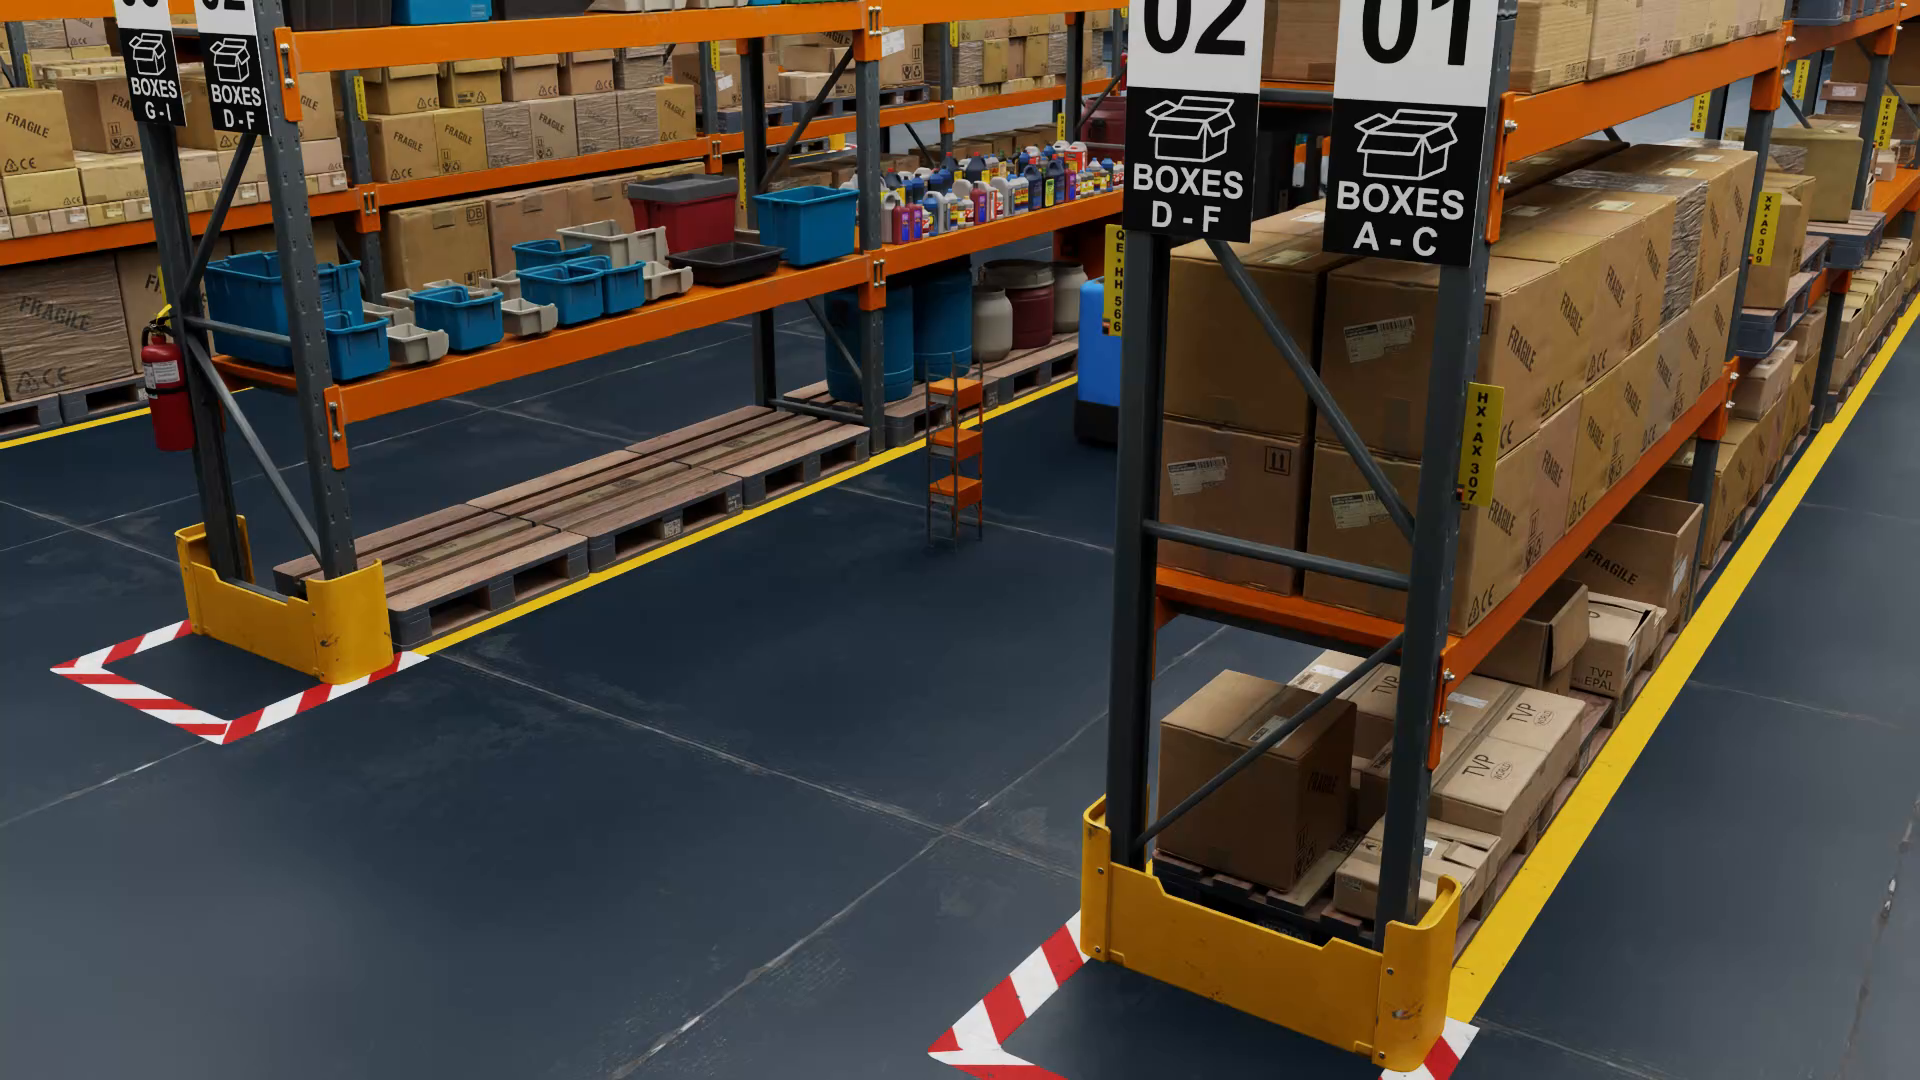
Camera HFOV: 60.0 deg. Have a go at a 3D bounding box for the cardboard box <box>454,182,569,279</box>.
[{"bbox_3d":[-4.184,-2.674,14.628,1.225,0.875,0.875,12,24,30],"label":"cardboard box"}]

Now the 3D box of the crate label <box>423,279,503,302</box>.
[{"bbox_3d":[-2.562,-1.255,8.627,0.396,0.136,0.243,13,24,32],"label":"crate label"}]

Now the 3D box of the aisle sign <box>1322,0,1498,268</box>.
[{"bbox_3d":[1.118,-1.091,4.145,0.394,0.787,0.004,13,24,32],"label":"aisle sign"}]

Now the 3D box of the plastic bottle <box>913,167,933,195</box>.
[{"bbox_3d":[-0.284,-2.536,11.977,0.152,0.276,0.135,13,24,32],"label":"plastic bottle"}]

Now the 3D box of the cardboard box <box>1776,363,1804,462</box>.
[{"bbox_3d":[4.787,-0.816,10.116,0.500,0.500,0.500,12,24,30],"label":"cardboard box"}]

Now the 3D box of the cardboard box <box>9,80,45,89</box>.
[{"bbox_3d":[-9.014,-4.397,16.157,0.380,0.149,0.250,14,25,33],"label":"cardboard box"}]

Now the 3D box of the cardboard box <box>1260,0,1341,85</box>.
[{"bbox_3d":[0.984,-1.484,4.847,0.500,0.250,0.500,13,24,32],"label":"cardboard box"}]

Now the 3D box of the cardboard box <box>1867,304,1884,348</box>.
[{"bbox_3d":[6.805,-1.687,12.859,0.500,0.250,0.500,14,24,33],"label":"cardboard box"}]

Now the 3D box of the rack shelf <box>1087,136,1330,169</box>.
[{"bbox_3d":[2.440,-3.448,15.299,1.077,0.370,4.000,13,24,32],"label":"rack shelf"}]

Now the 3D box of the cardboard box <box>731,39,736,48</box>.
[{"bbox_3d":[-3.473,-6.966,23.557,0.875,0.550,0.500,13,24,32],"label":"cardboard box"}]

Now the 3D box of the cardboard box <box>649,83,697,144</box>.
[{"bbox_3d":[-2.853,-4.034,15.704,0.500,0.500,0.500,14,25,33],"label":"cardboard box"}]

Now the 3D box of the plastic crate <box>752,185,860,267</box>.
[{"bbox_3d":[-0.913,-1.884,9.971,0.392,0.384,0.575,13,24,32],"label":"plastic crate"}]

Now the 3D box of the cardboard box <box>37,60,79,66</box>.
[{"bbox_3d":[-8.860,-4.615,16.316,0.380,0.149,0.250,12,24,30],"label":"cardboard box"}]

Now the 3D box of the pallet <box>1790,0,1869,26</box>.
[{"bbox_3d":[3.586,-2.589,7.887,1.213,0.211,1.003,13,24,32],"label":"pallet"}]

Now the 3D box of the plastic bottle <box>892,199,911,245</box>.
[{"bbox_3d":[-0.374,-2.031,10.600,0.061,0.283,0.133,13,24,32],"label":"plastic bottle"}]

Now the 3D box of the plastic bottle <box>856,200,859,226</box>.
[{"bbox_3d":[-0.660,-2.233,11.263,0.097,0.201,0.097,0,20,0],"label":"plastic bottle"}]

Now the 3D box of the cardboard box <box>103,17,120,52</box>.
[{"bbox_3d":[-10.951,-6.678,21.817,0.500,0.500,0.500,12,24,30],"label":"cardboard box"}]

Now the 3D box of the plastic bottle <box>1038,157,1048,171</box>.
[{"bbox_3d":[0.659,-2.905,13.082,0.097,0.201,0.097,0,20,0],"label":"plastic bottle"}]

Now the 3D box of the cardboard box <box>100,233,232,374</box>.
[{"bbox_3d":[-5.972,-1.798,12.260,0.875,0.875,0.875,13,24,32],"label":"cardboard box"}]

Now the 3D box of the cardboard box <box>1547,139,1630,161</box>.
[{"bbox_3d":[2.664,-1.532,7.498,0.500,0.500,0.500,14,24,33],"label":"cardboard box"}]

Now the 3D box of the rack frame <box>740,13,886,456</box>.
[{"bbox_3d":[-0.933,-2.064,10.521,1.000,3.000,0.127,13,24,32],"label":"rack frame"}]

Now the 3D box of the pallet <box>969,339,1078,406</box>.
[{"bbox_3d":[0.221,-1.321,12.531,1.003,0.211,1.213,13,24,32],"label":"pallet"}]

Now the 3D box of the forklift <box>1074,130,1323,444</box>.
[{"bbox_3d":[2.021,-2.326,11.327,1.130,2.935,3.031,14,25,33],"label":"forklift"}]

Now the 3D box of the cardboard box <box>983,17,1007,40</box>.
[{"bbox_3d":[0.211,-6.204,19.699,0.500,0.500,0.500,13,24,32],"label":"cardboard box"}]

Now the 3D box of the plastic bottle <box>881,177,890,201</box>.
[{"bbox_3d":[-0.568,-2.340,11.339,0.144,0.351,0.185,13,24,32],"label":"plastic bottle"}]

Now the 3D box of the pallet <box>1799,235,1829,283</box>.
[{"bbox_3d":[4.321,-1.596,9.531,1.003,0.211,1.213,13,24,32],"label":"pallet"}]

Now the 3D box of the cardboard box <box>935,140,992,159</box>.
[{"bbox_3d":[0.042,-4.622,20.436,0.500,0.500,0.500,-15,25,-35],"label":"cardboard box"}]

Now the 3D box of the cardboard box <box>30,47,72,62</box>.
[{"bbox_3d":[-11.324,-5.938,20.490,0.500,0.250,0.500,13,24,30],"label":"cardboard box"}]

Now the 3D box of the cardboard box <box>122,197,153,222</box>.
[{"bbox_3d":[-5.796,-2.319,11.572,0.380,0.149,0.250,14,24,33],"label":"cardboard box"}]

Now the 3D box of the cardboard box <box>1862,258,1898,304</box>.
[{"bbox_3d":[7.099,-2.097,13.160,0.500,0.311,0.500,13,24,32],"label":"cardboard box"}]

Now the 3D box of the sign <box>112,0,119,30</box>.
[{"bbox_3d":[-3.645,-2.376,7.193,0.100,0.325,0.005,13,24,32],"label":"sign"}]

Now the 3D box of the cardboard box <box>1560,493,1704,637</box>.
[{"bbox_3d":[3.076,0.088,7.672,0.500,0.500,0.500,13,24,32],"label":"cardboard box"}]

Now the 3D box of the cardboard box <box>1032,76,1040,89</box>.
[{"bbox_3d":[0.773,-5.724,20.778,0.380,0.149,0.250,13,24,32],"label":"cardboard box"}]

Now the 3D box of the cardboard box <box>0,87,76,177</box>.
[{"bbox_3d":[-6.217,-2.681,10.896,0.500,0.500,0.500,13,24,30],"label":"cardboard box"}]

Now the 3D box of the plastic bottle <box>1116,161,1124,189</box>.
[{"bbox_3d":[1.232,-2.823,12.860,0.097,0.201,0.097,0,20,0],"label":"plastic bottle"}]

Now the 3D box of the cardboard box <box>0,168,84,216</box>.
[{"bbox_3d":[-6.212,-2.330,11.028,0.500,0.250,0.500,12,24,30],"label":"cardboard box"}]

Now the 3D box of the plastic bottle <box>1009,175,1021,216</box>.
[{"bbox_3d":[0.381,-2.422,11.675,0.097,0.271,0.097,0,20,0],"label":"plastic bottle"}]

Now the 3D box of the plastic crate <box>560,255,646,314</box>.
[{"bbox_3d":[-1.861,-1.336,8.709,0.416,0.233,0.300,13,24,32],"label":"plastic crate"}]

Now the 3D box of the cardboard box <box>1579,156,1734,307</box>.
[{"bbox_3d":[2.806,-1.269,6.788,0.500,0.500,0.500,13,24,31],"label":"cardboard box"}]

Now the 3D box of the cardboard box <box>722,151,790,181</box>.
[{"bbox_3d":[-2.139,-3.915,17.414,0.500,0.250,0.500,17,26,38],"label":"cardboard box"}]

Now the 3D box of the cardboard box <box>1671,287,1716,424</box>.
[{"bbox_3d":[2.804,-0.802,6.965,0.500,0.500,0.500,14,25,33],"label":"cardboard box"}]

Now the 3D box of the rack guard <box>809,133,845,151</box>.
[{"bbox_3d":[-2.315,-6.304,25.586,1.175,0.500,0.348,13,24,32],"label":"rack guard"}]

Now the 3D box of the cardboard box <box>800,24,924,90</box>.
[{"bbox_3d":[-1.094,-5.603,18.618,1.000,1.000,1.000,13,24,32],"label":"cardboard box"}]

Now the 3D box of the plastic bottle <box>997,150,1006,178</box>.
[{"bbox_3d":[0.302,-2.867,12.861,0.061,0.283,0.133,13,24,32],"label":"plastic bottle"}]

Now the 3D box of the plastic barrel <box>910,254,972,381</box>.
[{"bbox_3d":[-0.215,-1.633,11.774,0.600,0.901,0.708,13,24,32],"label":"plastic barrel"}]

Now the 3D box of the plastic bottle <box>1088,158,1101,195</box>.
[{"bbox_3d":[1.013,-2.744,12.546,0.097,0.271,0.097,0,20,0],"label":"plastic bottle"}]

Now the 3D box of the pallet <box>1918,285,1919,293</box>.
[{"bbox_3d":[8.826,-2.656,16.140,1.003,0.211,1.213,13,24,32],"label":"pallet"}]

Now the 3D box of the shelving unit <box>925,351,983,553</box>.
[{"bbox_3d":[-0.030,-0.477,9.041,0.215,1.050,0.252,13,24,32],"label":"shelving unit"}]

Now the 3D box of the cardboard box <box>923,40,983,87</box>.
[{"bbox_3d":[-0.228,-5.629,19.585,0.875,0.500,0.500,13,24,32],"label":"cardboard box"}]

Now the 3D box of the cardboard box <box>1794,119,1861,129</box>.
[{"bbox_3d":[6.636,-2.927,12.710,0.500,0.500,0.500,13,24,32],"label":"cardboard box"}]

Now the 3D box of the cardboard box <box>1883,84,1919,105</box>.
[{"bbox_3d":[7.970,-3.783,14.088,0.380,0.149,0.250,13,24,32],"label":"cardboard box"}]

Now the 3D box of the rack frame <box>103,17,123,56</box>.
[{"bbox_3d":[-10.977,-6.110,21.460,1.000,3.000,0.127,13,24,32],"label":"rack frame"}]

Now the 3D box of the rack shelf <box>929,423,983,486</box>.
[{"bbox_3d":[-0.030,-0.467,9.045,0.215,0.259,0.240,13,24,32],"label":"rack shelf"}]

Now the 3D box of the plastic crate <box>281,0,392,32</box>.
[{"bbox_3d":[-2.734,-2.318,7.072,0.497,0.269,0.590,13,24,32],"label":"plastic crate"}]

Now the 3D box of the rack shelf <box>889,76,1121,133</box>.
[{"bbox_3d":[0.592,-5.562,21.014,1.077,0.370,4.000,13,24,32],"label":"rack shelf"}]
